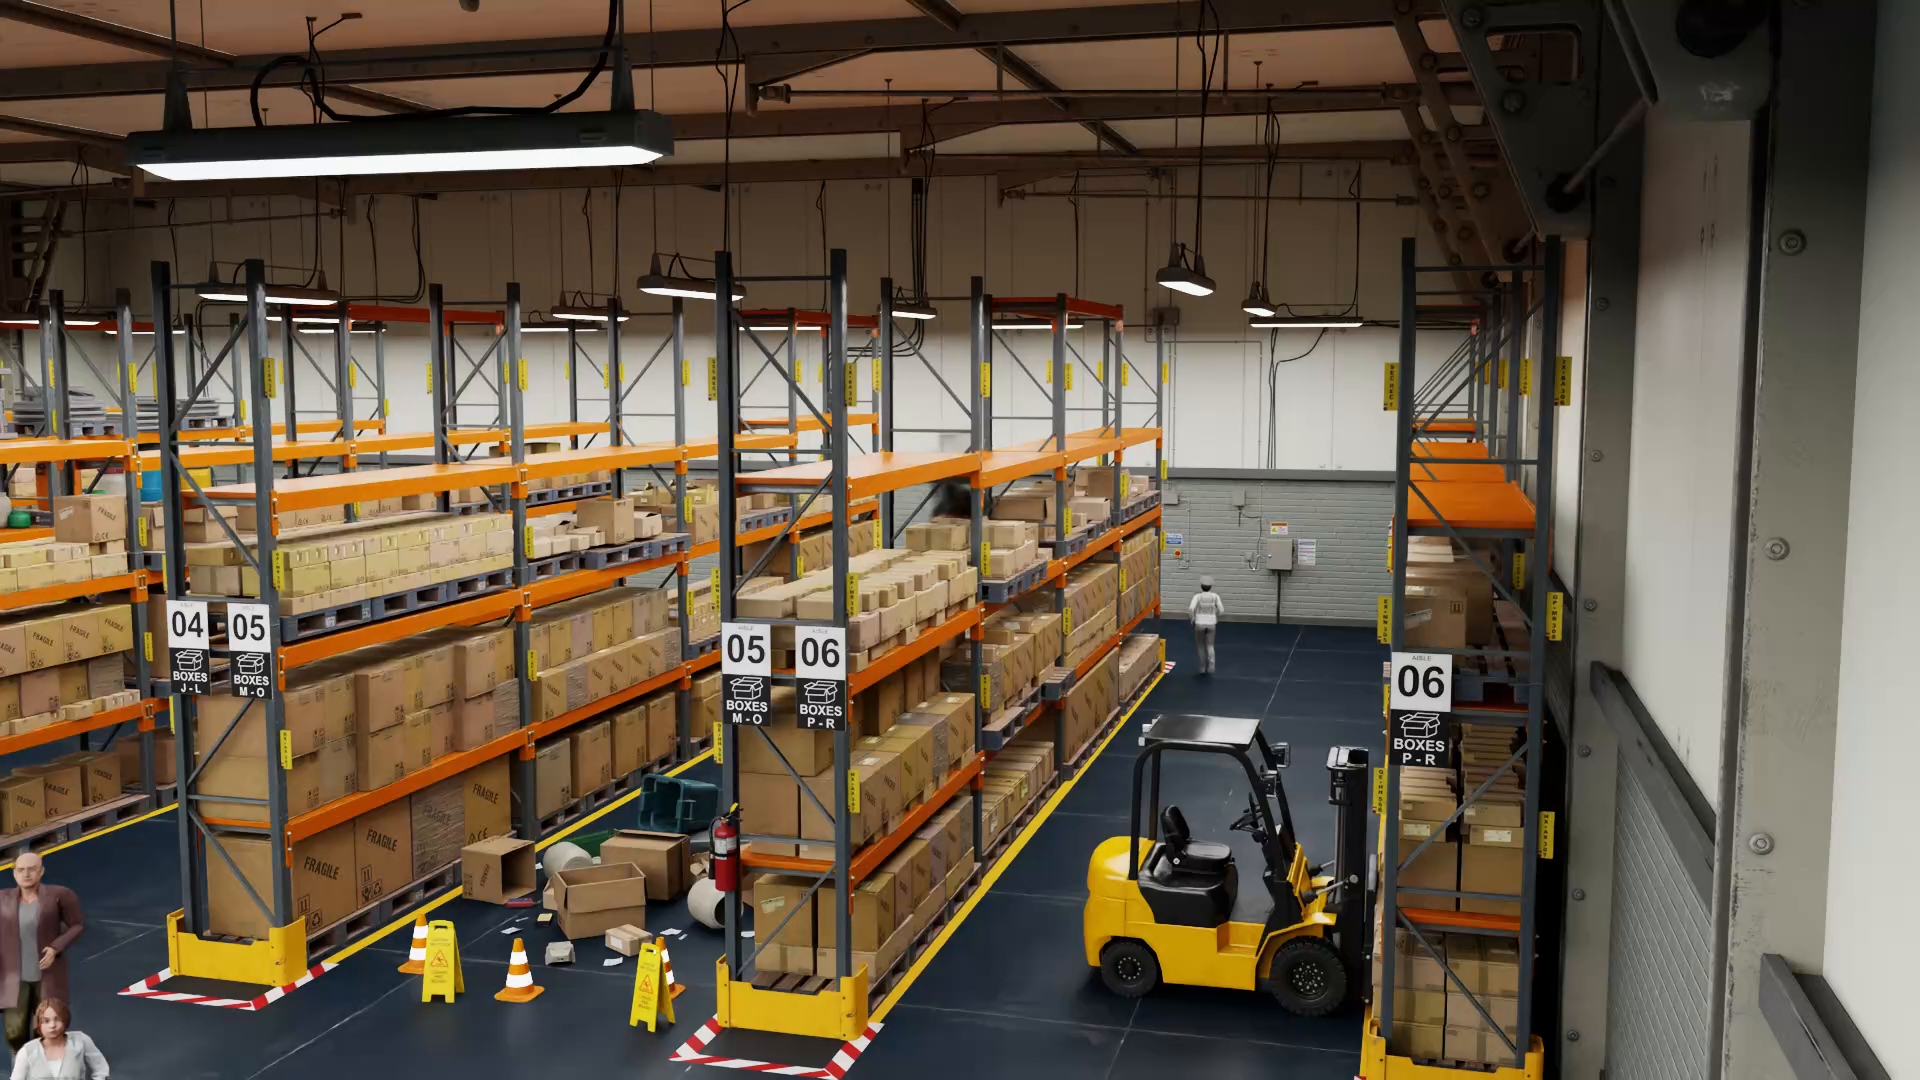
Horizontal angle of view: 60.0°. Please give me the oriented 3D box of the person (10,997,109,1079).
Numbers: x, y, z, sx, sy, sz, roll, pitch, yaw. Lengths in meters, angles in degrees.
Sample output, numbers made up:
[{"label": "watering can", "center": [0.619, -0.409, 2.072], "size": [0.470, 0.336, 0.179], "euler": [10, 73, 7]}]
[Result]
[{"label": "person", "center": [-5.152, 3.389, 9.519], "size": [0.530, 1.552, 0.551], "euler": [-3, 7, -28]}]

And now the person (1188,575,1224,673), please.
[{"label": "person", "center": [4.058, 1.425, 27.505], "size": [0.612, 1.682, 0.885], "euler": [0, 6, 1]}]

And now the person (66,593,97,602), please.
[{"label": "person", "center": [-15.212, 1.311, 28.659], "size": [0.552, 1.625, 0.571], "euler": [1, 6, 5]}]

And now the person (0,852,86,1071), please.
[{"label": "person", "center": [-6.547, 3.072, 11.725], "size": [0.695, 1.740, 0.622], "euler": [-3, 7, -25]}]
